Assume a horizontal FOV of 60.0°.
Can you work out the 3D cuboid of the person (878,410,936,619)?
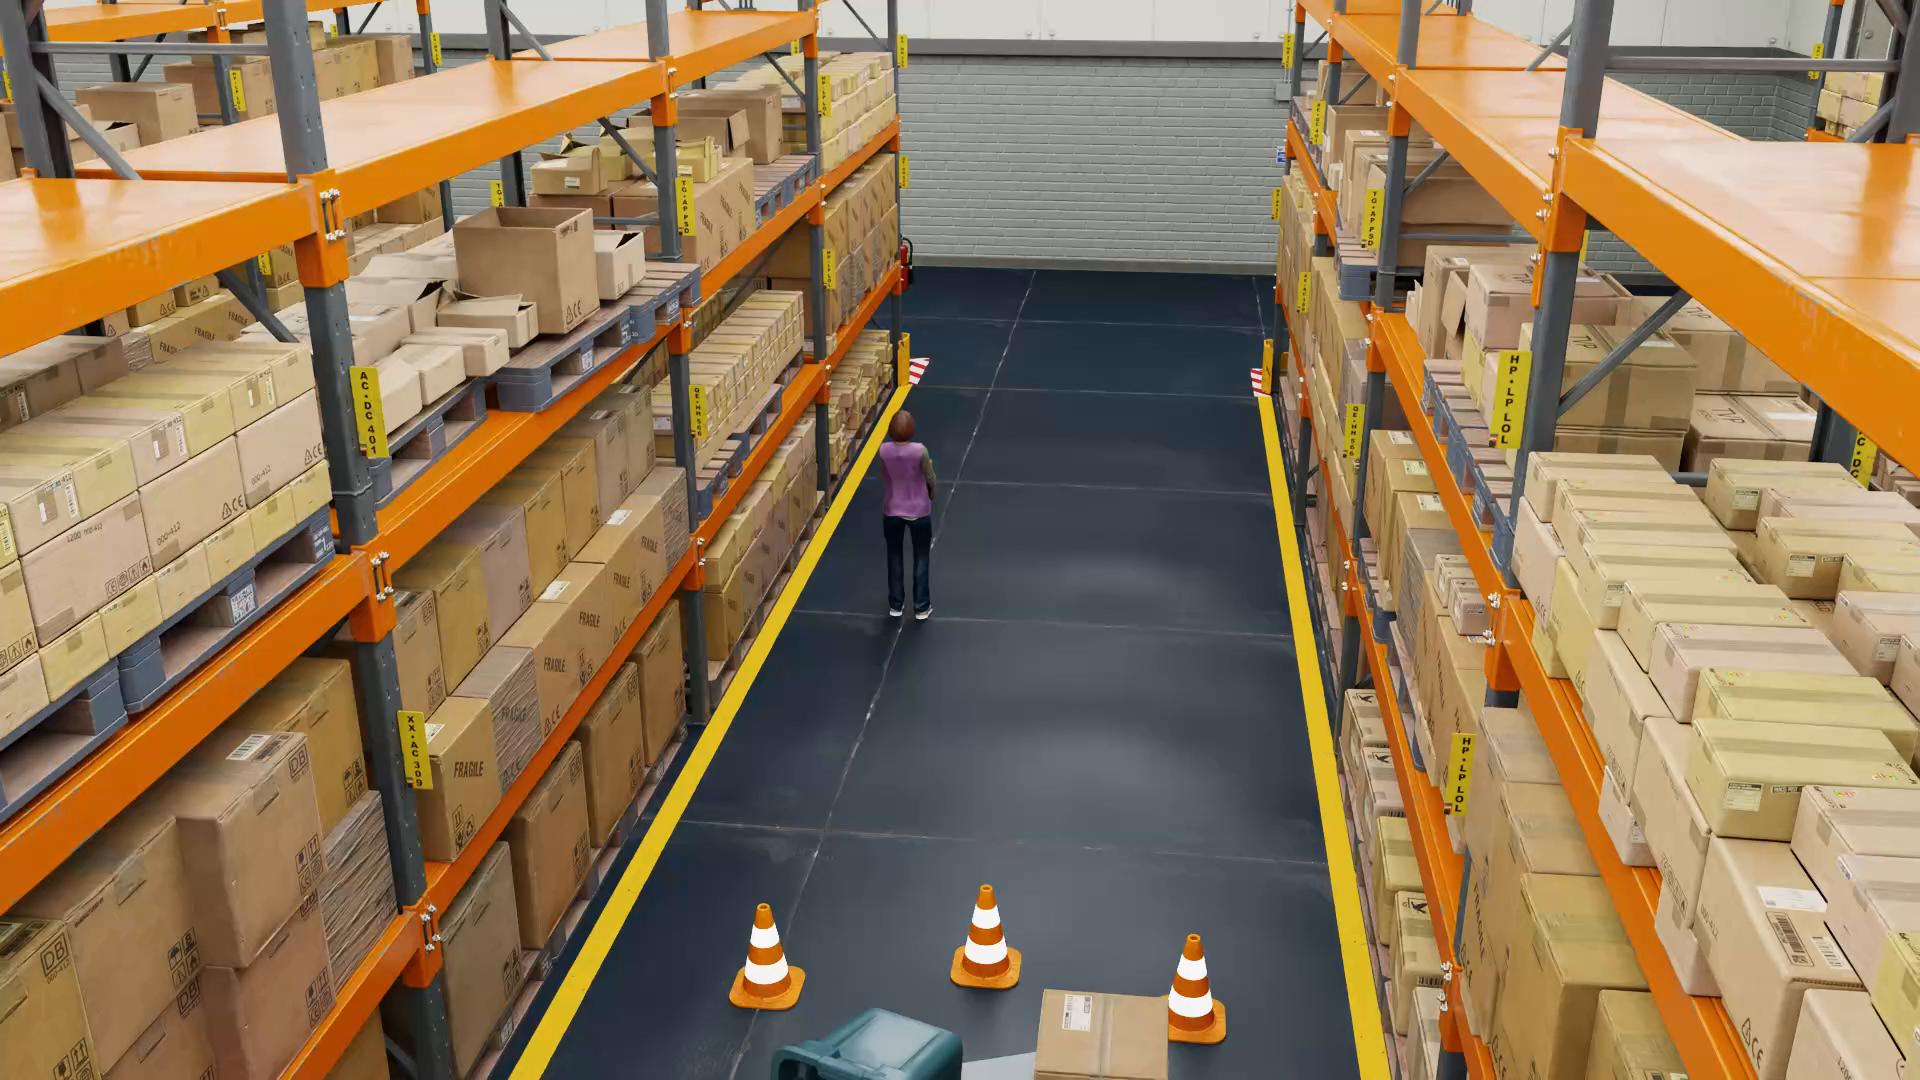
[{"bbox_3d":[-0.373,-0.216,12.031,0.404,1.590,0.497,3,22,7],"label":"person"}]
